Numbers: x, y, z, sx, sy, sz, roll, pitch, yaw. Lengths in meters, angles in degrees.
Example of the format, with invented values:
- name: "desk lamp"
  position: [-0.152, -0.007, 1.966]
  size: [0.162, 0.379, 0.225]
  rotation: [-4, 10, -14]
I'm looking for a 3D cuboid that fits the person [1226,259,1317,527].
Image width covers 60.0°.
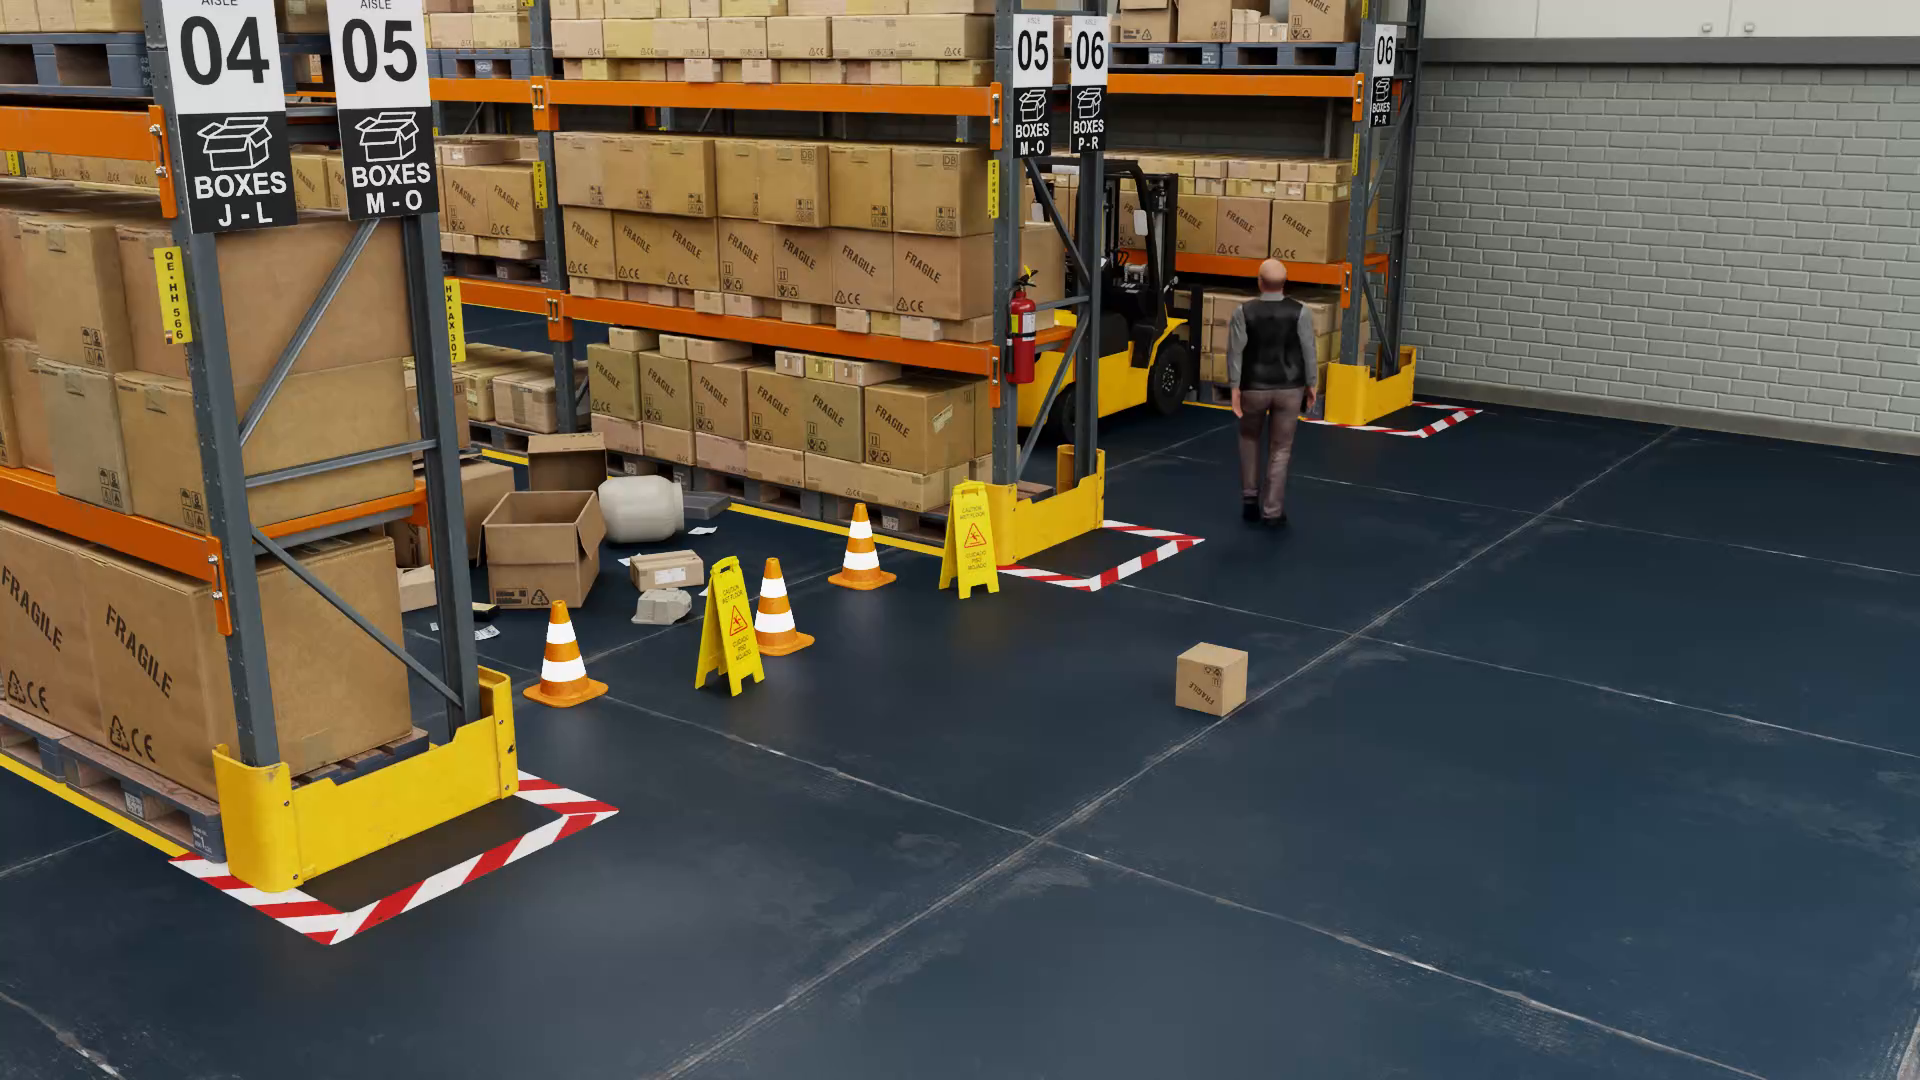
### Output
- name: "person"
  position: [2.011, -0.930, 10.765]
  size: [0.573, 1.776, 0.518]
  rotation: [4, 17, 14]
